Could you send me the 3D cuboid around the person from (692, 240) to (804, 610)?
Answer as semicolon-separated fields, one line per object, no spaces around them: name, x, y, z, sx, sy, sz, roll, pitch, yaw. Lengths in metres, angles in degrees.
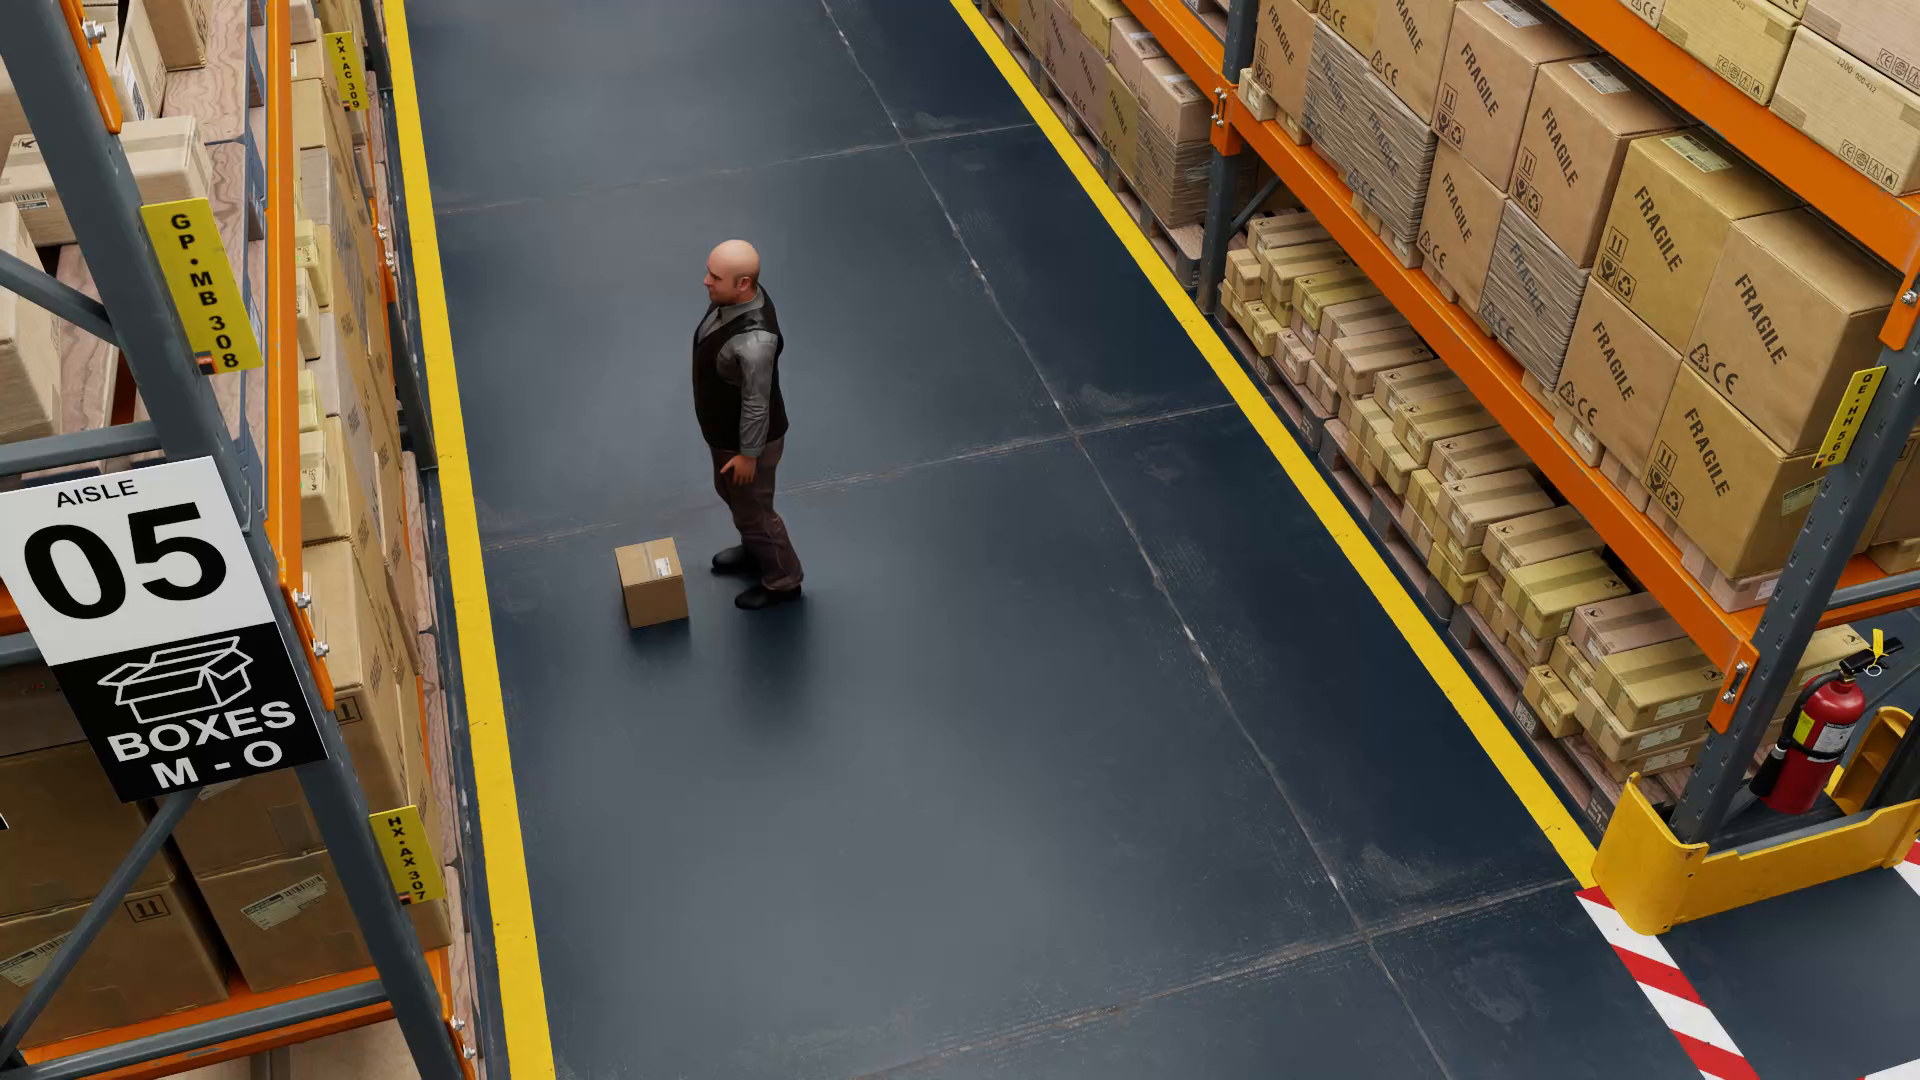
person;-0.872;-0.406;6.718;0.363;1.642;0.531;-11;43;-12
